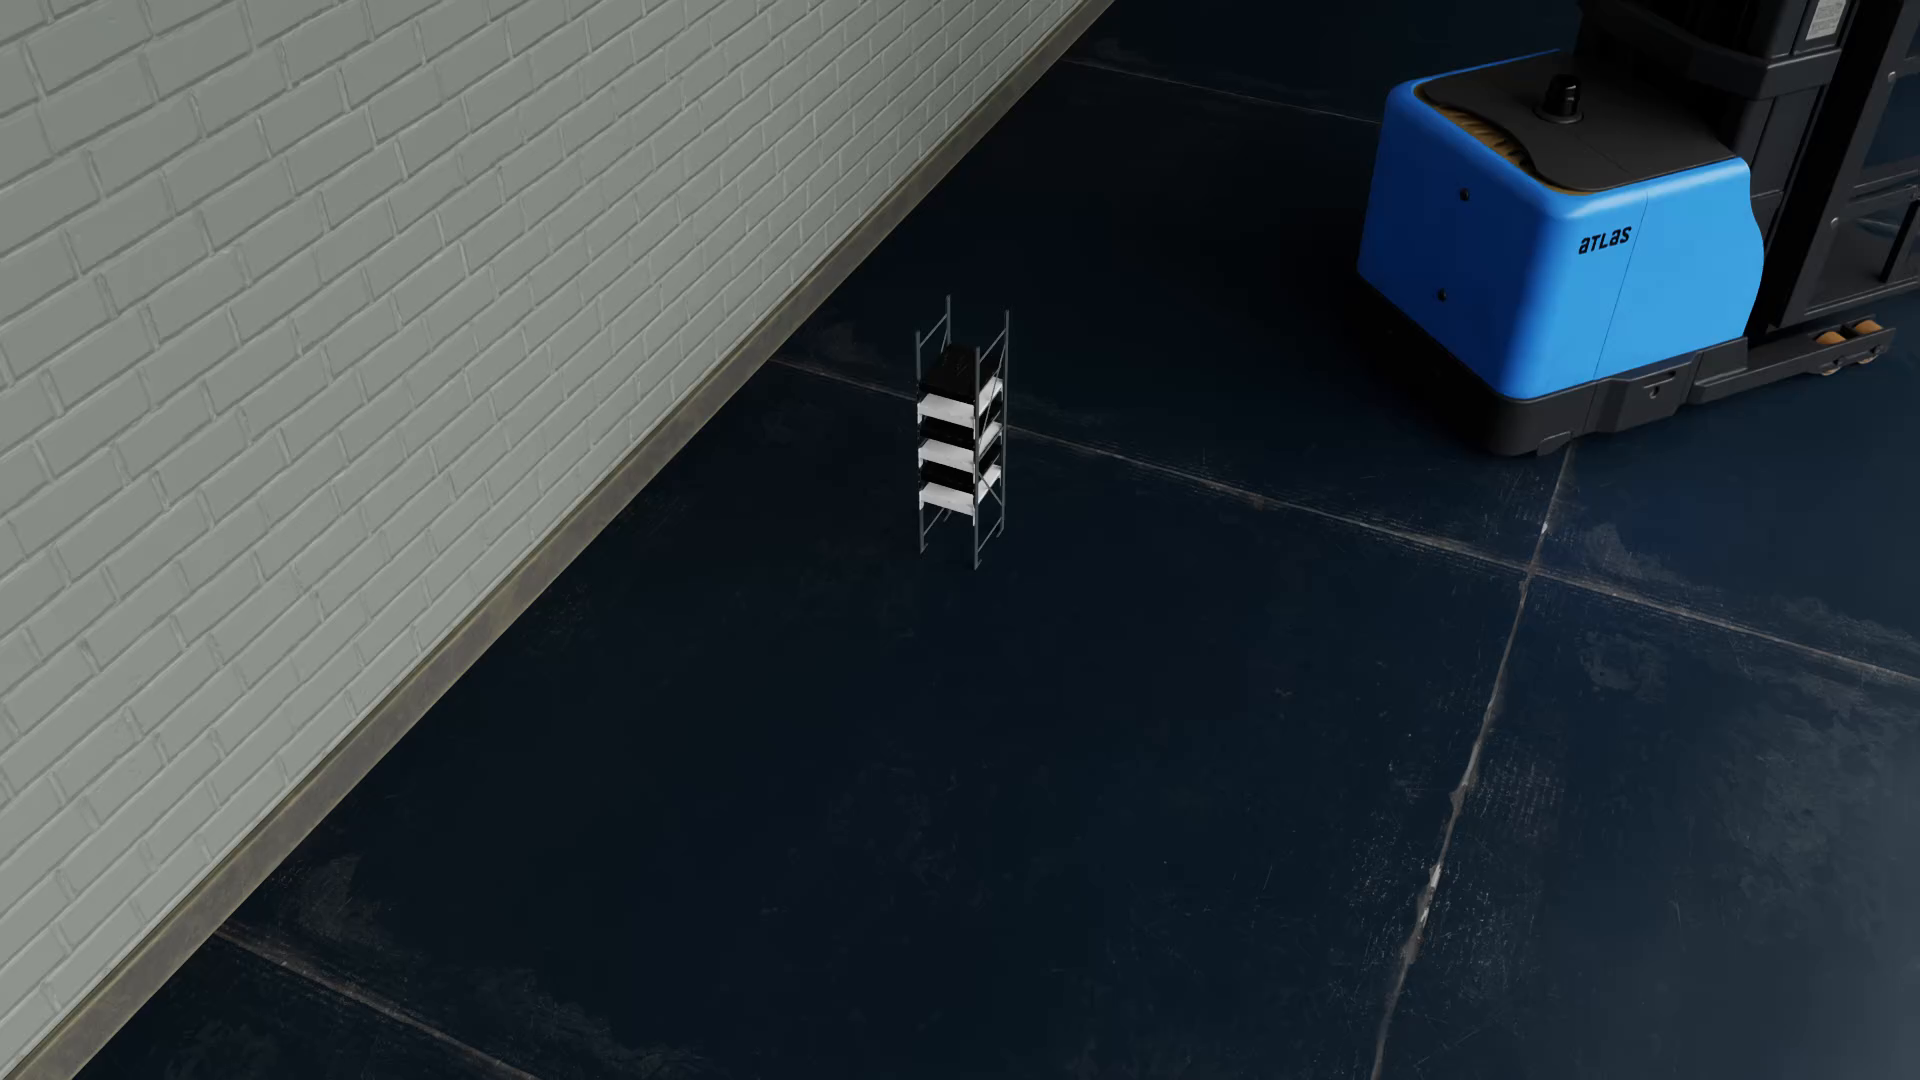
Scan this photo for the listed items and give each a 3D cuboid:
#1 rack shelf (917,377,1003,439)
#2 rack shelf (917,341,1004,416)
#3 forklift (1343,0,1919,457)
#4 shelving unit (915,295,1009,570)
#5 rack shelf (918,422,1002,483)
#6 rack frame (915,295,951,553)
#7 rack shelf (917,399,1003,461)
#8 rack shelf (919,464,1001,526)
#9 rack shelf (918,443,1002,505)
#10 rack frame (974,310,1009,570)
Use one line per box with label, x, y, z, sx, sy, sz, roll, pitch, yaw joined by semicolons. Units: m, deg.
rack shelf;0.007;-0.449;5.357;0.200;0.077;0.258;17;44;19
rack shelf;0.007;-0.517;5.298;0.200;0.077;0.258;17;44;19
forklift;3.095;-2.050;5.878;3.031;2.935;1.130;-16;43;-18
shelving unit;0.007;-0.338;5.453;0.210;0.900;0.258;17;44;19
rack shelf;0.007;-0.313;5.474;0.200;0.077;0.258;17;44;19
rack frame;-0.085;-0.366;5.485;0.006;0.900;0.240;17;44;19
rack shelf;0.007;-0.381;5.416;0.200;0.077;0.258;17;44;19
rack shelf;0.007;-0.177;5.592;0.200;0.077;0.258;17;44;19
rack shelf;0.007;-0.245;5.533;0.200;0.077;0.258;17;44;19
rack frame;0.099;-0.310;5.420;0.006;0.900;0.240;17;44;19
